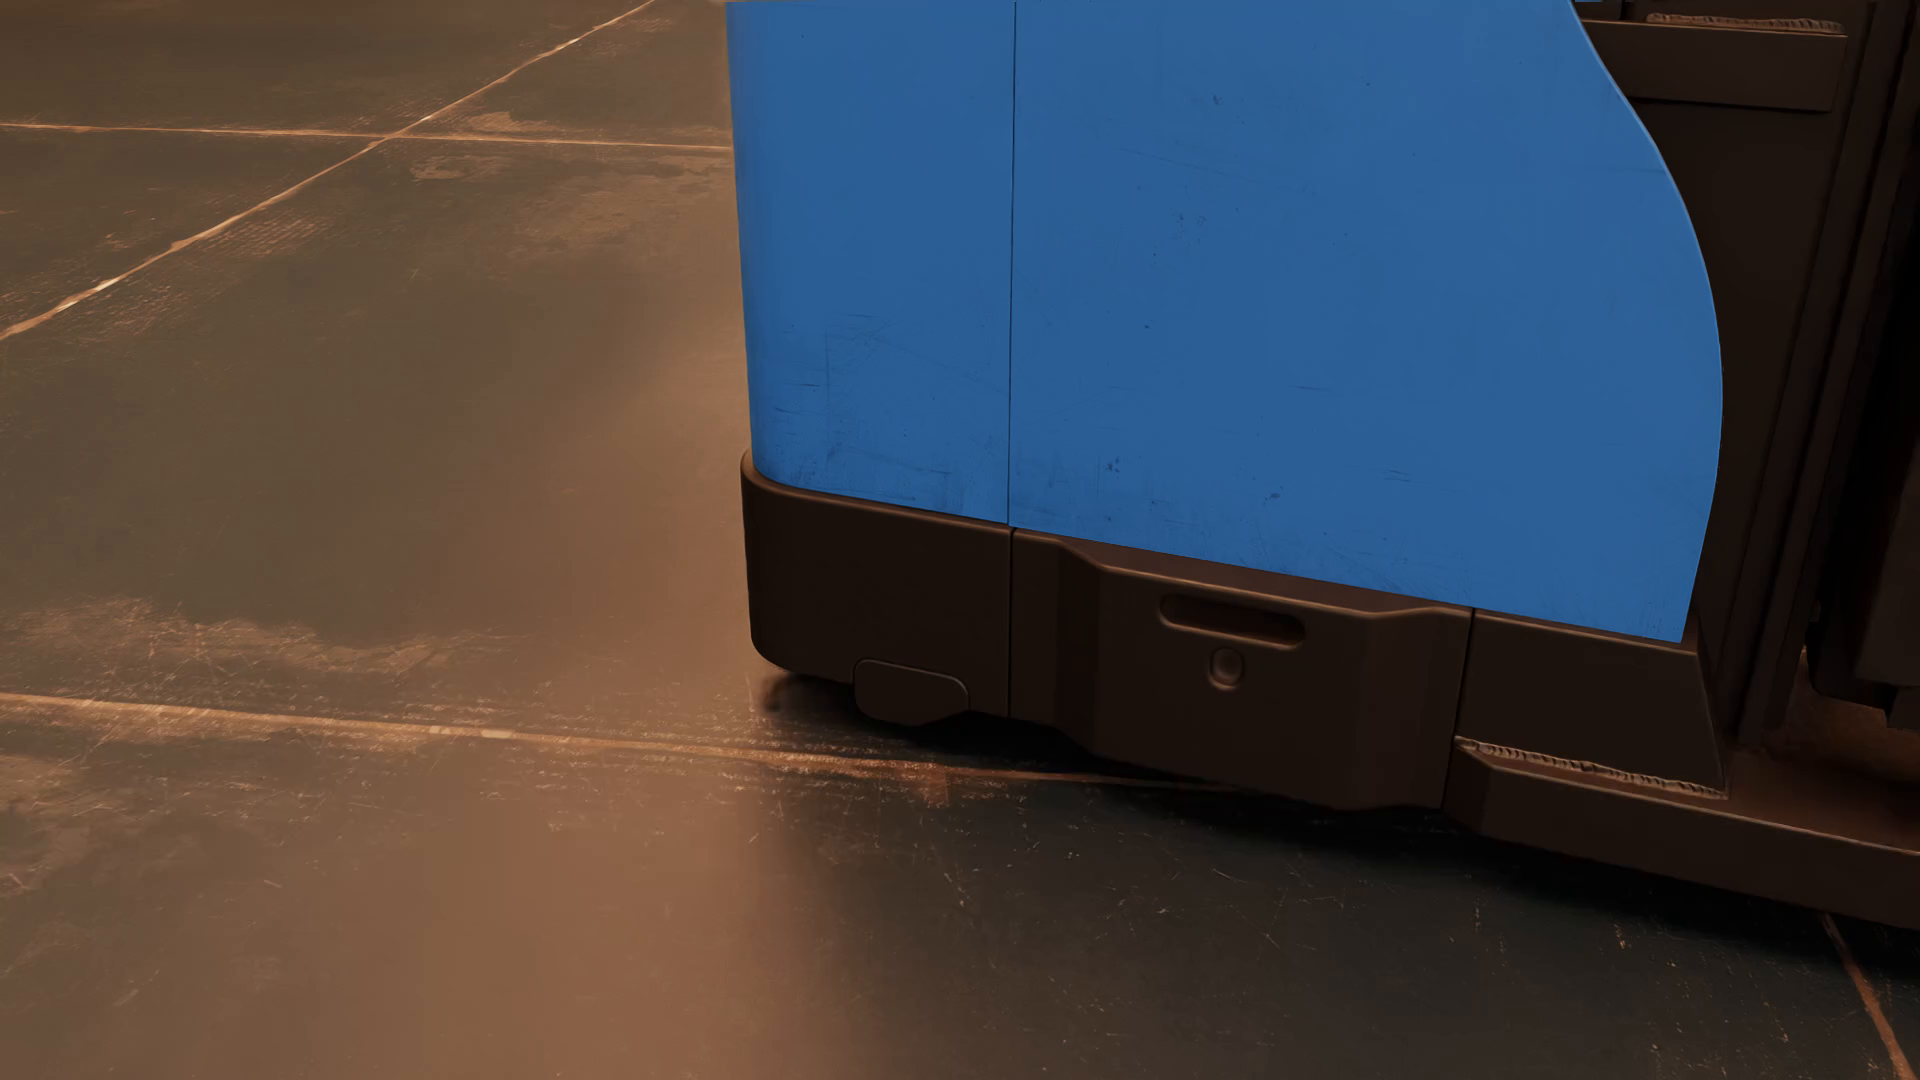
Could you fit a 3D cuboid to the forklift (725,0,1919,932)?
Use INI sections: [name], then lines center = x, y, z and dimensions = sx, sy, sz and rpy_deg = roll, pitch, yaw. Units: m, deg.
[forklift]
center = 1.305, -1.068, 1.358
dimensions = 3.031, 2.935, 1.130
rpy_deg = 10, 28, 20
